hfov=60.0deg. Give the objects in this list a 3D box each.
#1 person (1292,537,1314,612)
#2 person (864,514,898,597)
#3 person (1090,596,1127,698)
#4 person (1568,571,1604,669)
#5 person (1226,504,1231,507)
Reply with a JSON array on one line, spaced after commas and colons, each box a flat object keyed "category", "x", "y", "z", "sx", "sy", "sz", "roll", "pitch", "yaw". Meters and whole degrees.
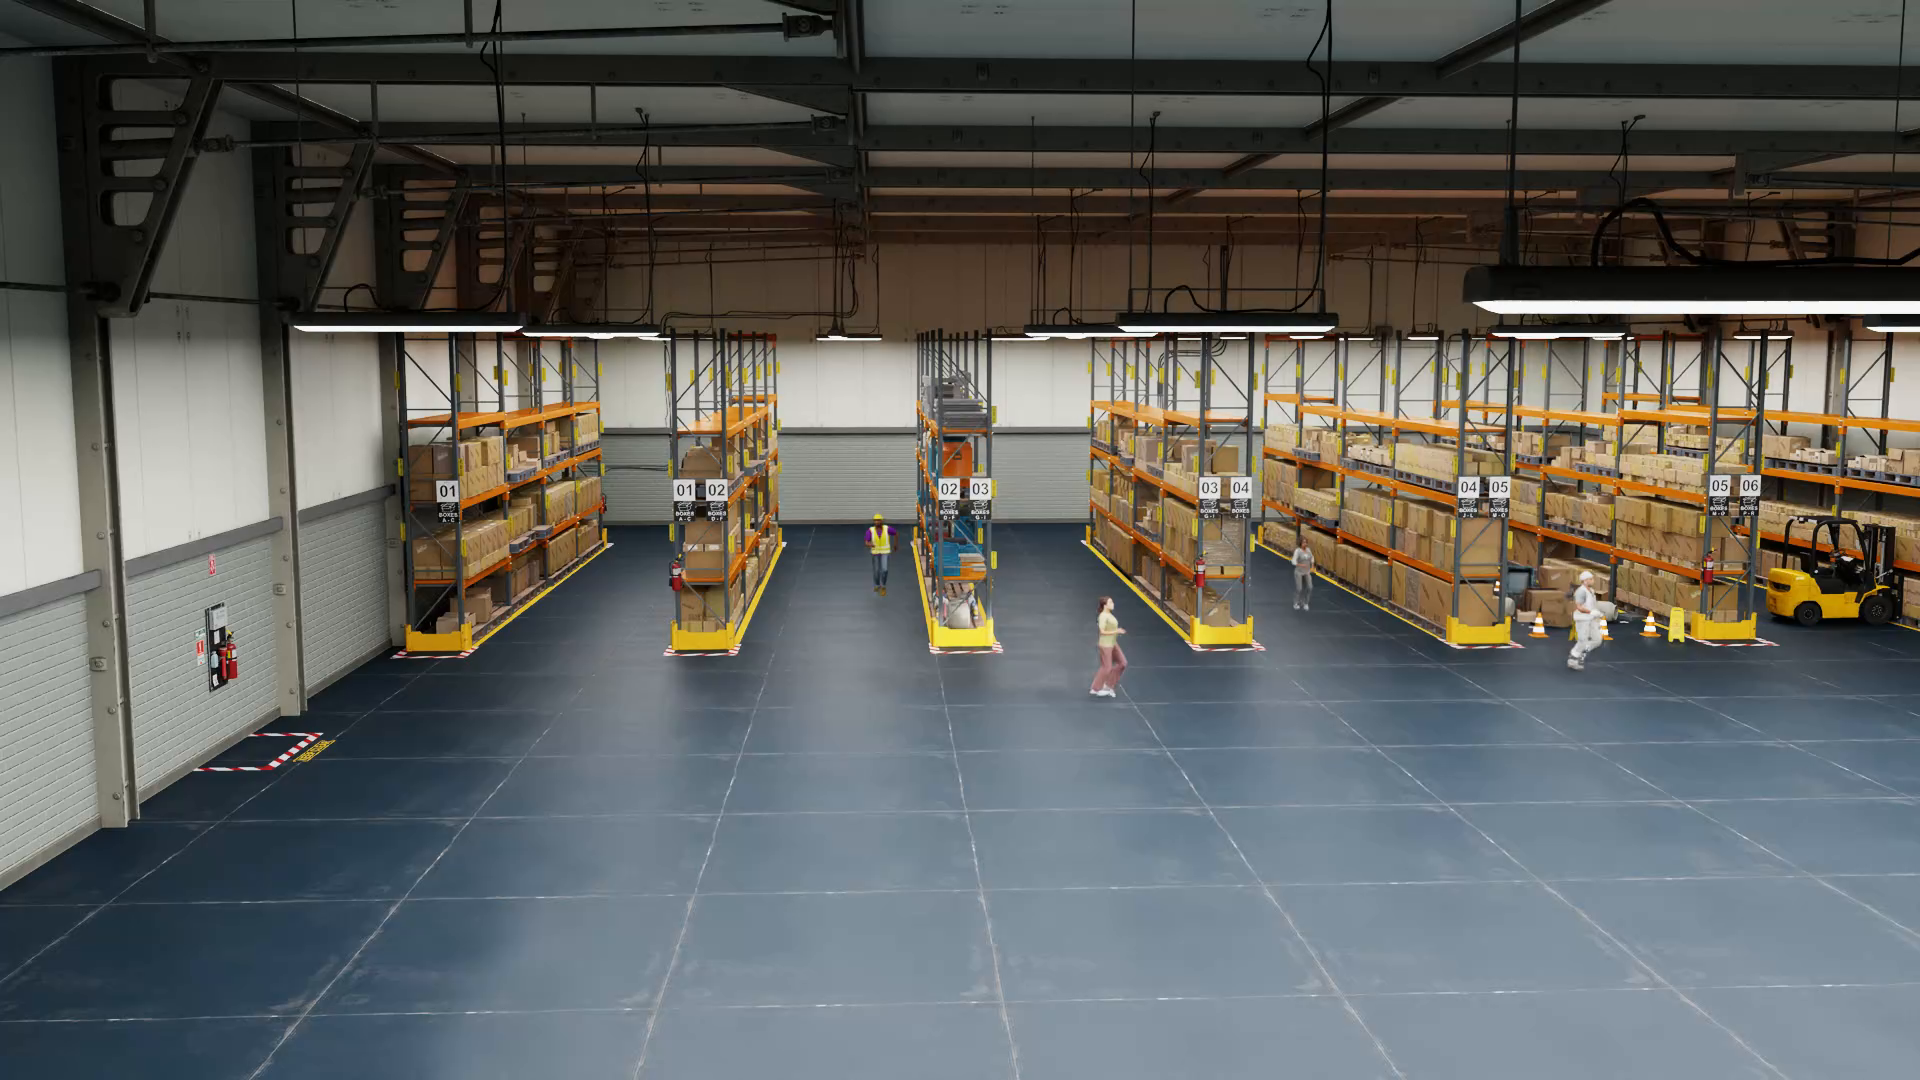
[{"category": "person", "x": 7.362, "y": 0.751, "z": 35.602, "sx": 0.566, "sy": 1.624, "sz": 0.670, "roll": -2, "pitch": 7, "yaw": -13}, {"category": "person", "x": -1.711, "y": 0.330, "z": 36.055, "sx": 0.715, "sy": 1.799, "sz": 0.830, "roll": 0, "pitch": 7, "yaw": 1}, {"category": "person", "x": 2.416, "y": 1.738, "z": 26.919, "sx": 0.620, "sy": 1.671, "sz": 0.561, "roll": 3, "pitch": 7, "yaw": 24}, {"category": "person", "x": 11.007, "y": 1.410, "z": 29.139, "sx": 0.621, "sy": 1.742, "sz": 0.685, "roll": 6, "pitch": 9, "yaw": 43}, {"category": "person", "x": 7.574, "y": -0.795, "z": 48.204, "sx": 0.925, "sy": 1.661, "sz": 0.676, "roll": -6, "pitch": 9, "yaw": -40}]
